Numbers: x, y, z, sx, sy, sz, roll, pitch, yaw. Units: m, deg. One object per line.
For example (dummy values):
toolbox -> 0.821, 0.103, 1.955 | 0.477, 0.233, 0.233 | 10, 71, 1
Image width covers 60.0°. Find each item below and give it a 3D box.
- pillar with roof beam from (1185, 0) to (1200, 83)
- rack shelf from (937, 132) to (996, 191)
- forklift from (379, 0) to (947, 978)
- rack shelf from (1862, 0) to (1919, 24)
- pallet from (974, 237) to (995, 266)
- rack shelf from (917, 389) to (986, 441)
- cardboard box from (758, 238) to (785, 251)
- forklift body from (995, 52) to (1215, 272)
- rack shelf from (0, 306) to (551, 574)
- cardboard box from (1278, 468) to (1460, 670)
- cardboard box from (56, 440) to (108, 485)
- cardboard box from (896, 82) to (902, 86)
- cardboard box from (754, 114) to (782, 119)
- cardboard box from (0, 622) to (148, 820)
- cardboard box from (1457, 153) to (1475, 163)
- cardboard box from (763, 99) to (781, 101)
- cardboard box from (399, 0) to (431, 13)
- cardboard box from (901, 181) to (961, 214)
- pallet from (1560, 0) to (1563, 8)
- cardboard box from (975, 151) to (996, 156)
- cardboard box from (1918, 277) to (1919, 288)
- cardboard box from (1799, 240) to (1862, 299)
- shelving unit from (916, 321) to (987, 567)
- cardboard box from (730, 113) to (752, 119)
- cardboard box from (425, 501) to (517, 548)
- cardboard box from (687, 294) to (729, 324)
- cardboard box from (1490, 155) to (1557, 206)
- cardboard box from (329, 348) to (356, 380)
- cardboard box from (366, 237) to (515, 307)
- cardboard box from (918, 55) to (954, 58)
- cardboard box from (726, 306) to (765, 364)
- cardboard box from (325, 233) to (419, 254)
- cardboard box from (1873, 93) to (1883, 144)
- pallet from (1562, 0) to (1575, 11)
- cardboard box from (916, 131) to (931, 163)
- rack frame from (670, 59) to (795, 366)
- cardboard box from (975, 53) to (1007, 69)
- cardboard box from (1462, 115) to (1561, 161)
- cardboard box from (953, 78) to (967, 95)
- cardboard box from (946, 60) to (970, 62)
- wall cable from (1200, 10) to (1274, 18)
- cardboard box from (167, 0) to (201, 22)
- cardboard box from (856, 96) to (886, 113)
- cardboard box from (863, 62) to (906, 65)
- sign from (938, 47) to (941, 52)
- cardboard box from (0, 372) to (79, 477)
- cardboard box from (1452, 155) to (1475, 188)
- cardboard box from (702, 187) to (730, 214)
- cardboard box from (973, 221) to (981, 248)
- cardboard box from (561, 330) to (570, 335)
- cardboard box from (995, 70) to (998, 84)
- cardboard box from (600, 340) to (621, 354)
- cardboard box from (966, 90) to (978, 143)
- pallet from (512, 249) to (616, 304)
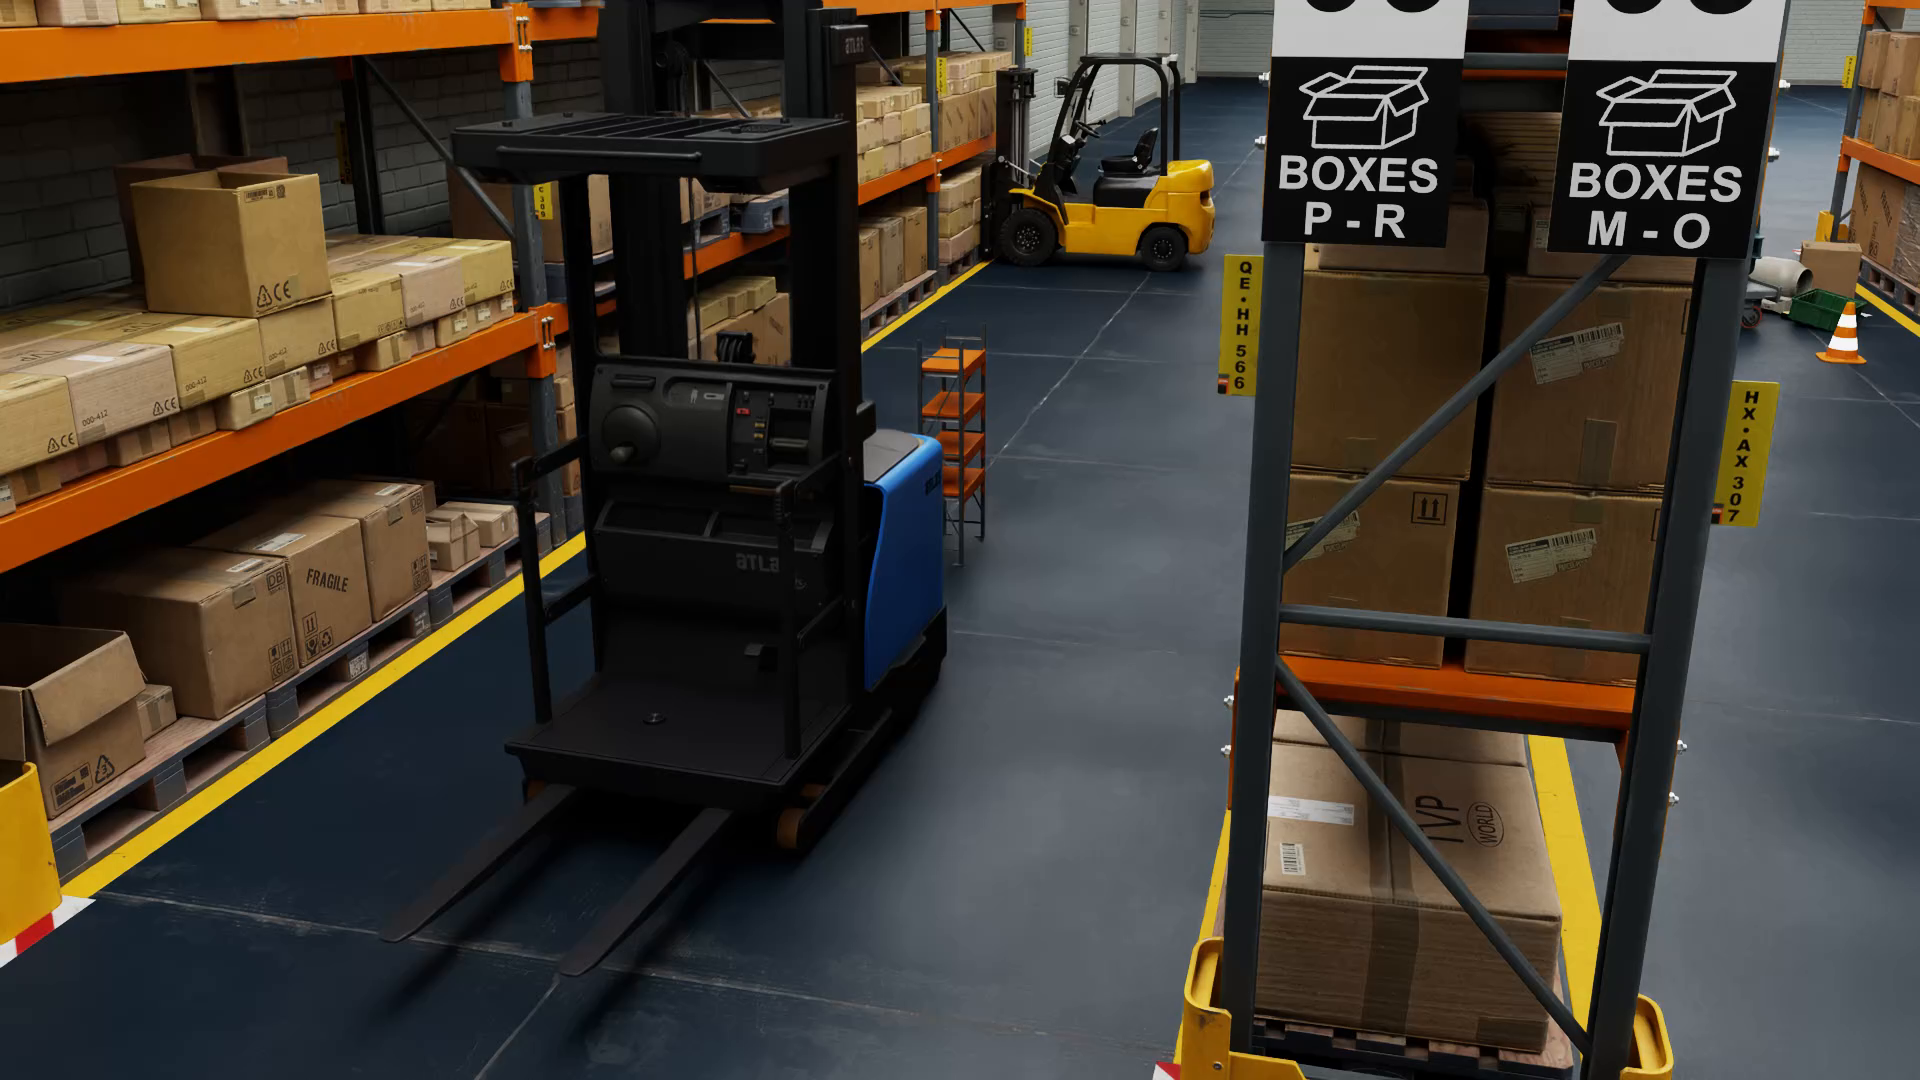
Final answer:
pillar with roof beam -> 10.730, -16.946, 44.878 | 9.100, 9.000, 0.400 | 5, 19, 13
rack shelf -> -0.219, -4.224, 18.025 | 1.077, 0.370, 4.000 | 5, 19, 13
forklift -> -0.980, -0.414, 5.866 | 1.130, 2.935, 3.031 | 6, 20, 16
rack shelf -> 9.420, -4.893, 15.344 | 1.077, 0.370, 4.000 | 5, 19, 13
pallet -> -0.177, -3.247, 18.367 | 1.003, 0.211, 1.213 | 5, 19, 13
rack shelf -> -0.040, -0.664, 8.791 | 0.258, 0.148, 0.480 | 5, 19, 13
cardboard box -> -1.368, -2.158, 13.890 | 0.875, 0.625, 0.625 | 5, 20, 15
forklift body -> 1.575, -4.051, 17.719 | 2.313, 2.155, 1.214 | 5, 19, 13
rack shelf -> -3.151, -0.462, 7.013 | 1.077, 0.370, 4.000 | 5, 19, 13
cardboard box -> 1.036, -0.004, 4.405 | 0.500, 0.500, 0.500 | 5, 19, 14
cardboard box -> -3.246, -0.307, 5.834 | 0.380, 0.149, 0.250 | 4, 19, 13
cardboard box -> -0.778, -4.576, 16.786 | 0.380, 0.149, 0.250 | 5, 20, 15
cardboard box -> -1.322, -3.114, 12.506 | 0.380, 0.149, 0.250 | 5, 20, 15
cardboard box -> -3.398, 0.622, 5.937 | 0.797, 0.503, 0.637 | 4, 19, 11
cardboard box -> 2.172, -1.231, 6.450 | 0.500, 0.500, 0.500 | 4, 19, 13
cardboard box -> -1.446, -3.638, 14.041 | 0.380, 0.149, 0.250 | 5, 20, 15
cardboard box -> -2.601, -2.434, 7.422 | 0.380, 0.149, 0.250 | 5, 20, 15
cardboard box -> -0.285, -3.435, 16.660 | 0.500, 0.250, 0.500 | 4, 19, 13
pallet -> 1.942, -2.161, 6.369 | 1.003, 0.211, 1.213 | 5, 19, 13
cardboard box -> 0.459, -4.393, 19.464 | 0.500, 0.250, 0.500 | 5, 20, 15
cardboard box -> 9.153, -2.572, 14.714 | 0.875, 0.875, 0.875 | 5, 19, 14
cardboard box -> 8.315, -2.573, 15.943 | 0.500, 0.500, 0.500 | 8, 21, 23
shelving unit -> -0.040, -0.516, 8.842 | 0.258, 1.200, 0.503 | 5, 19, 13
cardboard box -> -1.802, -3.156, 12.627 | 0.380, 0.149, 0.250 | 5, 20, 15
cardboard box -> -2.514, -0.081, 8.546 | 0.380, 0.149, 0.250 | 4, 19, 12
cardboard box -> -1.813, -1.585, 11.402 | 0.380, 0.149, 0.250 | 5, 20, 15
cardboard box -> 1.759, -1.032, 4.865 | 0.380, 0.149, 0.250 | 5, 19, 14
cardboard box -> -2.875, -0.790, 7.248 | 0.380, 0.149, 0.250 | 5, 19, 14
cardboard box -> -2.550, -1.321, 8.185 | 0.500, 0.250, 0.500 | 5, 20, 15
cardboard box -> -0.282, -5.273, 18.367 | 0.380, 0.149, 0.250 | 5, 20, 15
cardboard box -> -1.712, -1.394, 11.845 | 0.500, 0.500, 0.500 | 4, 19, 13
cardboard box -> -3.045, -1.366, 8.317 | 0.500, 0.250, 0.500 | 4, 19, 13
cardboard box -> 9.748, -4.218, 16.663 | 0.875, 0.550, 0.550 | 5, 19, 13
pallet -> 1.642, -1.780, 5.253 | 1.003, 0.211, 1.213 | 5, 19, 13
cardboard box -> -0.577, -3.687, 15.575 | 0.500, 0.250, 0.500 | 5, 20, 15
rack frame -> -1.685, -2.683, 12.403 | 1.000, 3.000, 0.127 | 5, 19, 13
cardboard box -> 0.318, -5.393, 18.718 | 0.380, 0.149, 0.250 | 5, 20, 15
cardboard box -> 2.101, -1.512, 6.269 | 0.380, 0.149, 0.250 | 4, 19, 13
cardboard box -> -0.144, -4.607, 16.877 | 0.380, 0.149, 0.250 | 5, 20, 15
cardboard box -> -0.104, -4.919, 17.329 | 0.380, 0.149, 0.250 | 5, 19, 13
wall cable -> 8.557, -16.635, 48.773 | 3.097, 2.526, 0.112 | 5, 19, 13
cardboard box -> -3.000, -1.956, 6.023 | 0.380, 0.149, 0.250 | 4, 19, 13
cardboard box -> -0.860, -3.764, 14.408 | 0.380, 0.149, 0.250 | 5, 19, 14
cardboard box -> -0.769, -4.799, 16.978 | 0.380, 0.149, 0.250 | 4, 19, 12
sign -> -0.267, -5.684, 19.725 | 0.100, 0.325, 0.005 | 5, 19, 13
cardboard box -> -3.268, -0.367, 5.392 | 0.500, 0.250, 0.500 | 5, 19, 14
cardboard box -> 1.322, -1.062, 4.951 | 0.380, 0.149, 0.250 | 4, 19, 13
cardboard box -> -1.905, -2.405, 10.778 | 0.797, 0.503, 0.637 | 4, 19, 12
cardboard box -> -0.049, -3.283, 17.762 | 0.500, 0.250, 0.500 | 5, 19, 14
cardboard box -> -2.586, -1.215, 10.317 | 0.380, 0.149, 0.250 | 5, 20, 15
cardboard box -> 0.209, -5.091, 18.294 | 0.380, 0.149, 0.250 | 4, 19, 12
cardboard box -> -2.219, -1.105, 9.996 | 0.380, 0.149, 0.250 | 4, 19, 12
cardboard box -> -0.112, -4.426, 17.351 | 0.500, 0.500, 0.500 | 4, 19, 13
pallet -> -2.361, -1.581, 9.472 | 1.003, 0.211, 1.213 | 5, 19, 13
